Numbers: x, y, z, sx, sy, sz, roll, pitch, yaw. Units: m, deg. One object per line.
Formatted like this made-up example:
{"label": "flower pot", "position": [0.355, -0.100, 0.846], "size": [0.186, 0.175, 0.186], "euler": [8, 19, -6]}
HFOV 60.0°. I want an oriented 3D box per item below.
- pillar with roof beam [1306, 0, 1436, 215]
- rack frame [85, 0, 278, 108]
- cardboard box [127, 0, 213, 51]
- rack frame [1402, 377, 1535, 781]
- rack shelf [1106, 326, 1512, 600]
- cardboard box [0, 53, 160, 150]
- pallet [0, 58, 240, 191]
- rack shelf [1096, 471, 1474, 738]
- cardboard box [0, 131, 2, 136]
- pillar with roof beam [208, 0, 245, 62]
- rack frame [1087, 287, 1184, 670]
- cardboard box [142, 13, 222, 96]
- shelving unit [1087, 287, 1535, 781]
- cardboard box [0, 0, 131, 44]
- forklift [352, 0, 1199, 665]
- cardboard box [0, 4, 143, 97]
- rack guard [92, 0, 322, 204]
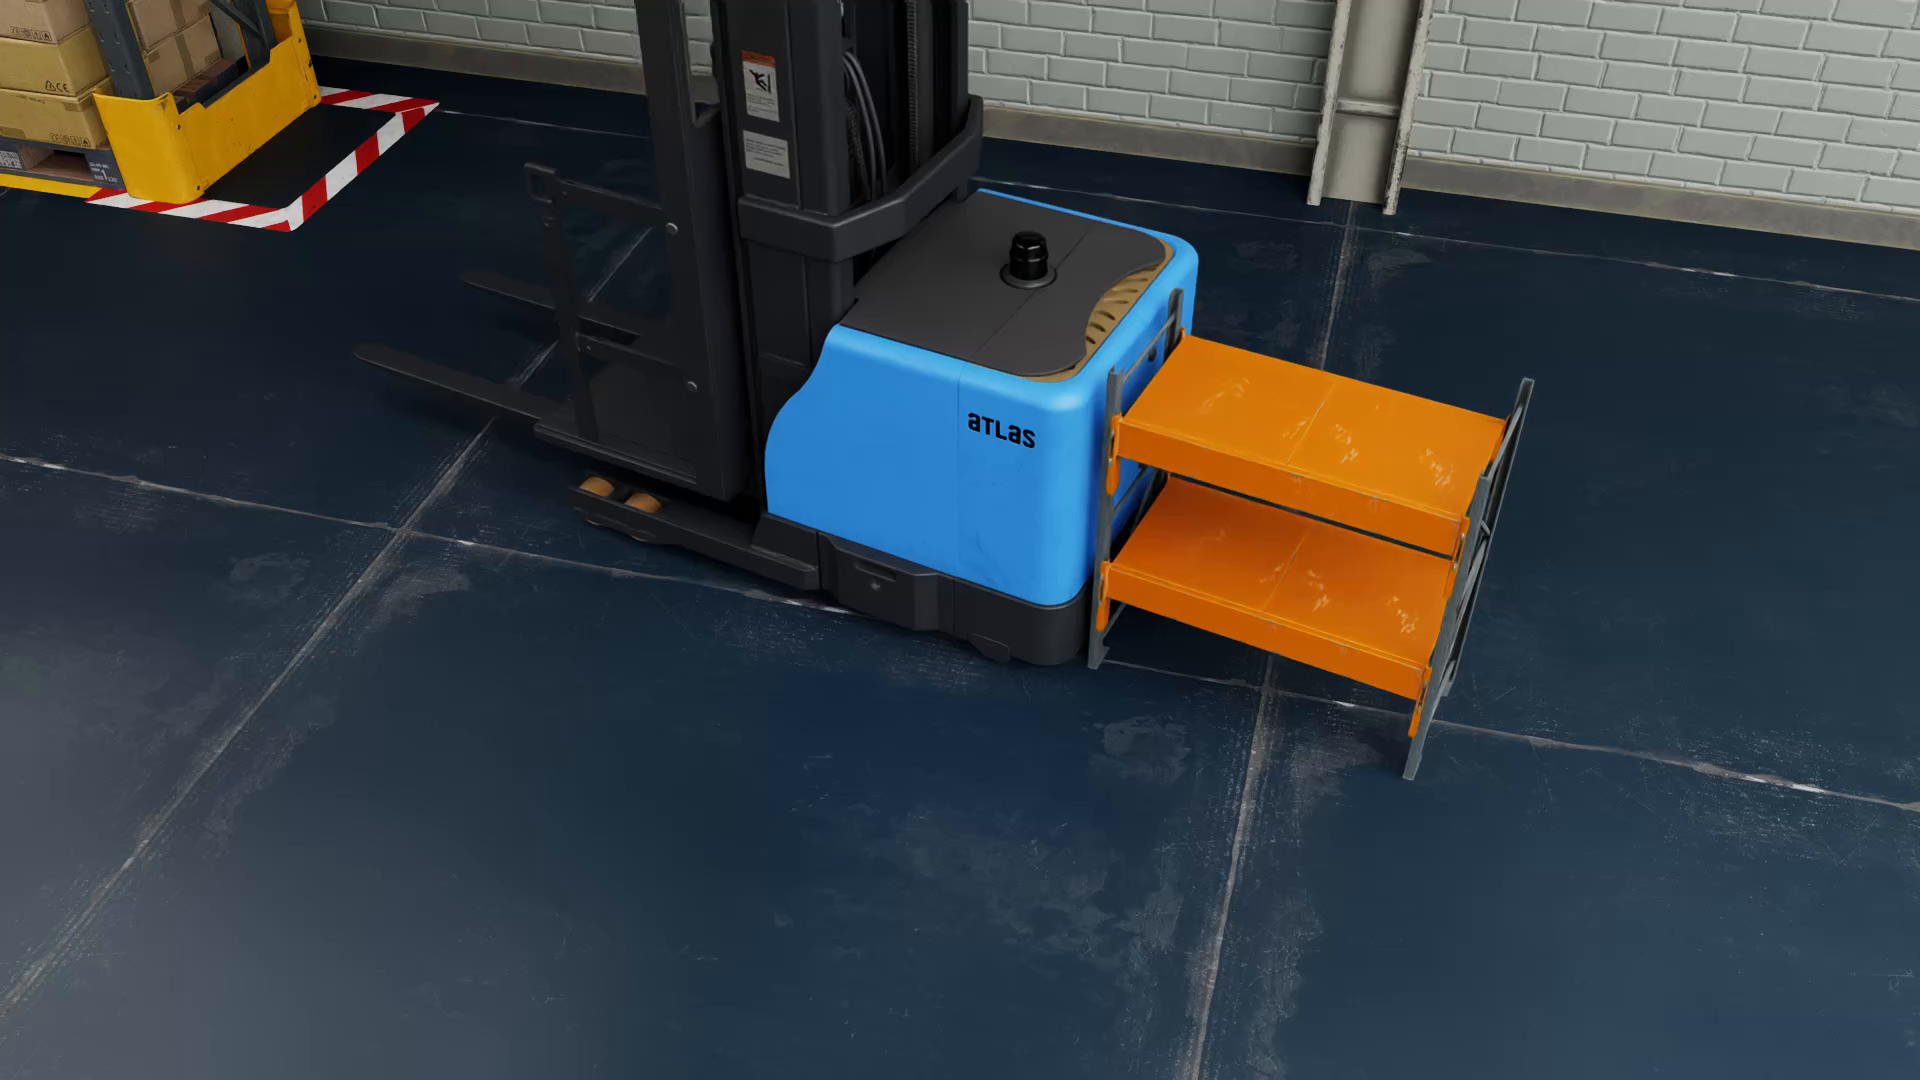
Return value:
{"label": "pillar with roof beam", "position": [0.696, -2.364, 1.568], "size": [0.400, 9.000, 9.100], "euler": [10, 41, 11]}
{"label": "rack frame", "position": [-3.548, -3.063, 7.065], "size": [0.127, 3.000, 1.000], "euler": [10, 41, 11]}
{"label": "cardboard box", "position": [-3.949, -2.570, 7.900], "size": [0.500, 0.250, 0.500], "euler": [10, 41, 12]}
{"label": "rack frame", "position": [1.434, 0.134, 4.716], "size": [0.032, 1.125, 0.500], "euler": [18, 43, 21]}
{"label": "rack shelf", "position": [0.983, -0.240, 4.706], "size": [1.000, 0.278, 0.538], "euler": [18, 43, 21]}
{"label": "cardboard box", "position": [-4.084, -2.053, 7.673], "size": [0.500, 0.250, 0.500], "euler": [10, 41, 12]}
{"label": "pallet", "position": [-4.298, -2.096, 8.082], "size": [1.213, 0.211, 1.003], "euler": [10, 41, 11]}
{"label": "rack shelf", "position": [0.983, 0.171, 5.052], "size": [1.000, 0.278, 0.538], "euler": [18, 43, 21]}
{"label": "cardboard box", "position": [-4.562, -2.141, 7.779], "size": [0.500, 0.250, 0.500], "euler": [10, 41, 11]}
{"label": "pillar with roof beam", "position": [-5.100, -3.361, 2.755], "size": [0.400, 9.000, 9.100], "euler": [10, 41, 11]}
{"label": "rack frame", "position": [0.531, -0.166, 5.073], "size": [0.032, 1.125, 0.500], "euler": [18, 43, 21]}
{"label": "cardboard box", "position": [-3.972, -2.374, 8.056], "size": [0.500, 0.250, 0.500], "euler": [10, 41, 12]}
{"label": "shelving unit", "position": [0.983, -0.016, 4.894], "size": [1.048, 1.125, 0.538], "euler": [18, 43, 21]}
{"label": "cardboard box", "position": [-4.074, -2.437, 7.353], "size": [0.500, 0.250, 0.500], "euler": [11, 41, 13]}
{"label": "forklift", "position": [-0.788, -1.399, 5.137], "size": [3.031, 2.935, 1.130], "euler": [18, 43, 21]}
{"label": "cardboard box", "position": [-4.099, -2.249, 7.518], "size": [0.500, 0.250, 0.500], "euler": [9, 41, 11]}
{"label": "rack guard", "position": [-3.525, -2.102, 7.864], "size": [0.348, 0.500, 1.175], "euler": [10, 41, 11]}
